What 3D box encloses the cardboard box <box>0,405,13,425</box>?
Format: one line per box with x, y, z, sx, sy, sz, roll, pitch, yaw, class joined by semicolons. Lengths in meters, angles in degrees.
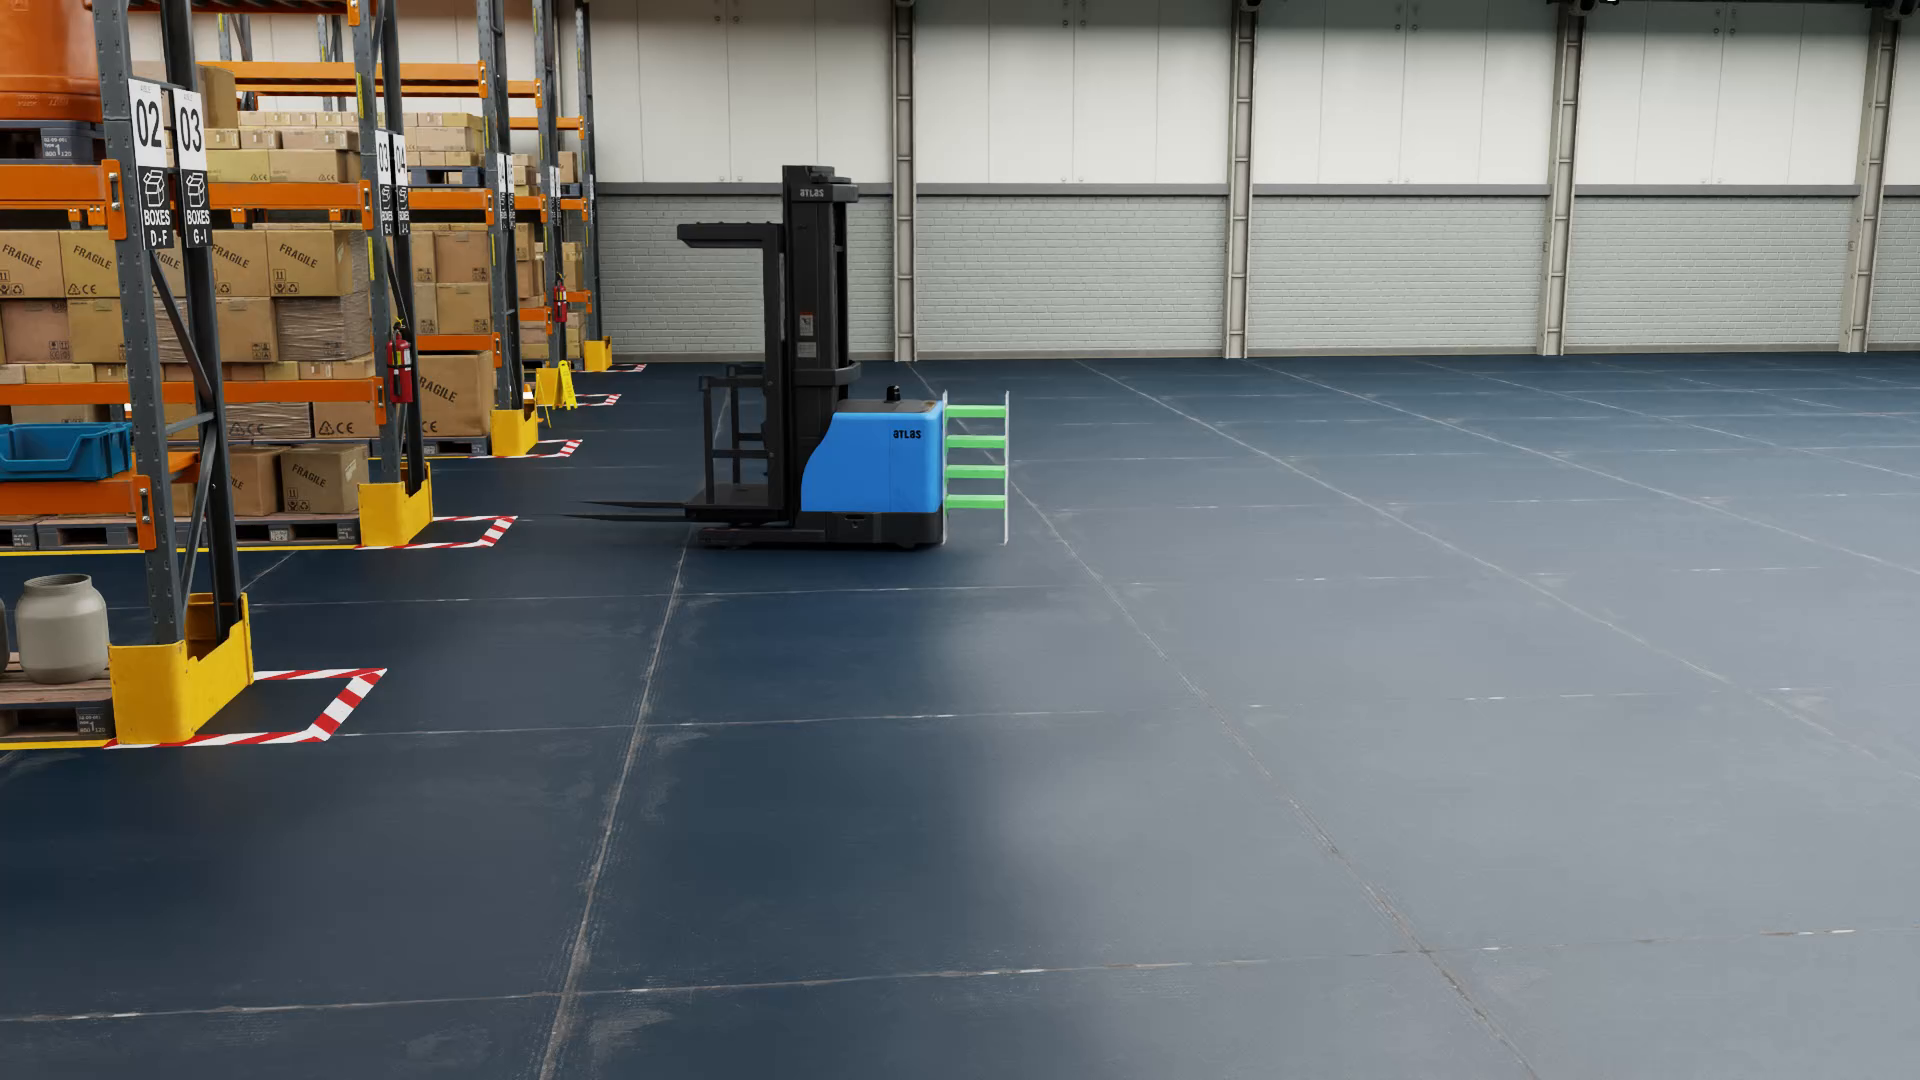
-10.519;-1.457;17.745;0.750;0.750;1.050;-1;11;-6;cardboard box

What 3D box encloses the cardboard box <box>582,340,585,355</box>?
-6.659;-3.270;28.267;0.500;0.250;0.500;-1;11;-6;cardboard box

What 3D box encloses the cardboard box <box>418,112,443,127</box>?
-5.522;-4.405;17.460;0.250;0.149;0.380;-1;11;-6;cardboard box

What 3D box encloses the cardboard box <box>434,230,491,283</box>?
-5.348;-3.090;18.124;0.550;0.550;0.875;-1;11;-6;cardboard box

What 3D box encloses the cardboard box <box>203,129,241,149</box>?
-5.561;-3.043;12.649;0.250;0.149;0.380;-1;11;-6;cardboard box

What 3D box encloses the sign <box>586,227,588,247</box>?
-6.105;-4.966;27.238;0.005;0.325;0.100;-1;11;-6;sign

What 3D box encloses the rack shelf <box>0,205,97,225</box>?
-10.940;-3.481;17.388;4.000;0.370;1.077;-1;11;-6;rack shelf

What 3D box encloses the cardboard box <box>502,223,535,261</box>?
-6.094;-4.068;22.660;0.500;0.500;0.700;-1;11;-7;cardboard box

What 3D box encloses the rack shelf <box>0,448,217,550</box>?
-5.993;-0.189;8.421;4.000;0.370;1.077;-1;11;-6;rack shelf

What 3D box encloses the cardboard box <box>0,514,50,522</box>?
-7.546;-0.444;13.243;0.500;0.500;0.500;2;11;12;cardboard box

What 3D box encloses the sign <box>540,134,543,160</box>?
-5.570;-5.234;22.144;0.005;0.325;0.100;-1;11;-6;sign

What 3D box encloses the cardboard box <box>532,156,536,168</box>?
-5.985;-5.206;22.881;0.250;0.149;0.380;-1;11;-6;cardboard box

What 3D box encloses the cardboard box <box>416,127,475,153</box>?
-5.432;-4.223;17.566;0.500;0.250;0.500;-1;11;-5;cardboard box

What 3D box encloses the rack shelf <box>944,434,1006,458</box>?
0.127;-0.744;13.131;0.480;0.148;0.258;1;11;4;rack shelf

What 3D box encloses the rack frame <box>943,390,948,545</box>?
-0.117;-0.575;13.184;0.015;1.200;0.240;1;11;4;rack frame

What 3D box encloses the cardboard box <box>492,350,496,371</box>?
-6.378;-2.593;22.875;0.500;0.500;0.500;-1;11;-6;cardboard box

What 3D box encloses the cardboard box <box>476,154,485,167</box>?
-5.351;-4.145;18.205;0.250;0.149;0.380;-1;11;-6;cardboard box

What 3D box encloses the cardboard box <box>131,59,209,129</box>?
-6.054;-3.365;12.608;0.500;0.500;0.500;-1;11;-6;cardboard box

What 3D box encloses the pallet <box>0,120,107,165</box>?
-4.838;-1.965;8.300;1.213;0.211;1.003;-1;11;-6;pallet

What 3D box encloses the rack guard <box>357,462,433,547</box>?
-4.616;-0.306;13.628;0.348;0.500;1.175;-1;11;-6;rack guard

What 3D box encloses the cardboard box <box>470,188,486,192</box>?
-6.446;-4.711;22.433;0.250;0.149;0.380;-1;11;-4;cardboard box

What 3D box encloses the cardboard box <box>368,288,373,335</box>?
-6.454;-2.541;18.130;0.550;0.550;0.875;-1;11;-6;cardboard box

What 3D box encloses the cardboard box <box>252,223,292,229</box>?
-9.126;-4.004;22.338;0.500;0.500;0.700;-1;11;-7;cardboard box

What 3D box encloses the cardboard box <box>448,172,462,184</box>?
-6.592;-4.909;22.402;0.500;0.250;0.500;-1;11;-7;cardboard box

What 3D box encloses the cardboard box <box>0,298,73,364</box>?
-7.075;-1.677;13.090;0.500;0.500;0.875;-1;11;-6;cardboard box

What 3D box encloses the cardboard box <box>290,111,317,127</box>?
-6.790;-4.378;17.323;0.250;0.149;0.380;-1;11;-6;cardboard box

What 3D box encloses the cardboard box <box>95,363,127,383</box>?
-6.537;-1.322;12.967;0.250;0.149;0.380;-1;11;-6;cardboard box

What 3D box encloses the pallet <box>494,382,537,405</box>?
-6.497;-2.054;23.271;1.213;0.211;1.003;-1;11;-6;pallet

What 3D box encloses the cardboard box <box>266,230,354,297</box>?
-5.060;-2.161;12.961;0.500;0.500;0.500;-1;11;-6;cardboard box

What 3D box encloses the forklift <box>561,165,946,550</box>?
-1.642;-1.463;13.210;3.031;2.935;1.130;1;11;4;forklift

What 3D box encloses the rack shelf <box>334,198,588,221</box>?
-8.138;-5.463;27.472;4.000;0.370;1.077;-1;11;-6;rack shelf

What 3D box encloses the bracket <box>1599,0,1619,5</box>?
11.406;-9.570;29.388;0.430;0.232;0.235;-1;11;-6;bracket

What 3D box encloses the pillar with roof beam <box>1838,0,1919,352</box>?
17.385;-7.163;26.474;0.548;9.000;9.100;-1;11;-6;pillar with roof beam

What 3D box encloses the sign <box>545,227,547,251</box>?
-5.570;-4.051;22.376;0.005;0.325;0.100;-1;11;-6;sign

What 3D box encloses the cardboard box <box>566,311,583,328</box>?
-6.574;-3.664;27.679;0.500;0.250;0.500;-1;11;-4;cardboard box

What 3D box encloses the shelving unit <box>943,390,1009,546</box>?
0.127;-0.572;13.165;0.503;1.200;0.258;1;11;4;shelving unit

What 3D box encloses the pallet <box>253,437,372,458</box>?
-6.972;-1.063;18.226;1.213;0.211;1.003;-1;11;-6;pallet

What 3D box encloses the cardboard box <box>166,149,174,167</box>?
-5.998;-2.853;12.719;0.500;0.250;0.500;-1;11;-5;cardboard box

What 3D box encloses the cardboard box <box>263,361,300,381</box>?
-5.293;-1.345;13.085;0.250;0.149;0.380;-1;11;-6;cardboard box

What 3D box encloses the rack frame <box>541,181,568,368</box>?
-5.610;-3.434;23.062;0.127;3.000;1.000;-1;11;-6;rack frame

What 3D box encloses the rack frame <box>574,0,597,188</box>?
-6.150;-7.330;27.325;0.127;3.000;1.000;-1;11;-6;rack frame

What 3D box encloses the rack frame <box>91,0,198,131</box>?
-4.005;-3.528;7.985;0.127;3.000;1.000;-1;11;-6;rack frame

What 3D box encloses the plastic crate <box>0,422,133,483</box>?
-4.470;-0.443;8.233;0.616;0.251;0.499;-1;11;-6;plastic crate

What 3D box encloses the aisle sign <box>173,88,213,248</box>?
-3.965;-1.917;8.606;0.004;0.787;0.394;-1;11;-6;aisle sign

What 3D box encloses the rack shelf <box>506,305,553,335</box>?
-7.598;-3.040;22.919;4.000;0.370;1.077;-1;11;-6;rack shelf
